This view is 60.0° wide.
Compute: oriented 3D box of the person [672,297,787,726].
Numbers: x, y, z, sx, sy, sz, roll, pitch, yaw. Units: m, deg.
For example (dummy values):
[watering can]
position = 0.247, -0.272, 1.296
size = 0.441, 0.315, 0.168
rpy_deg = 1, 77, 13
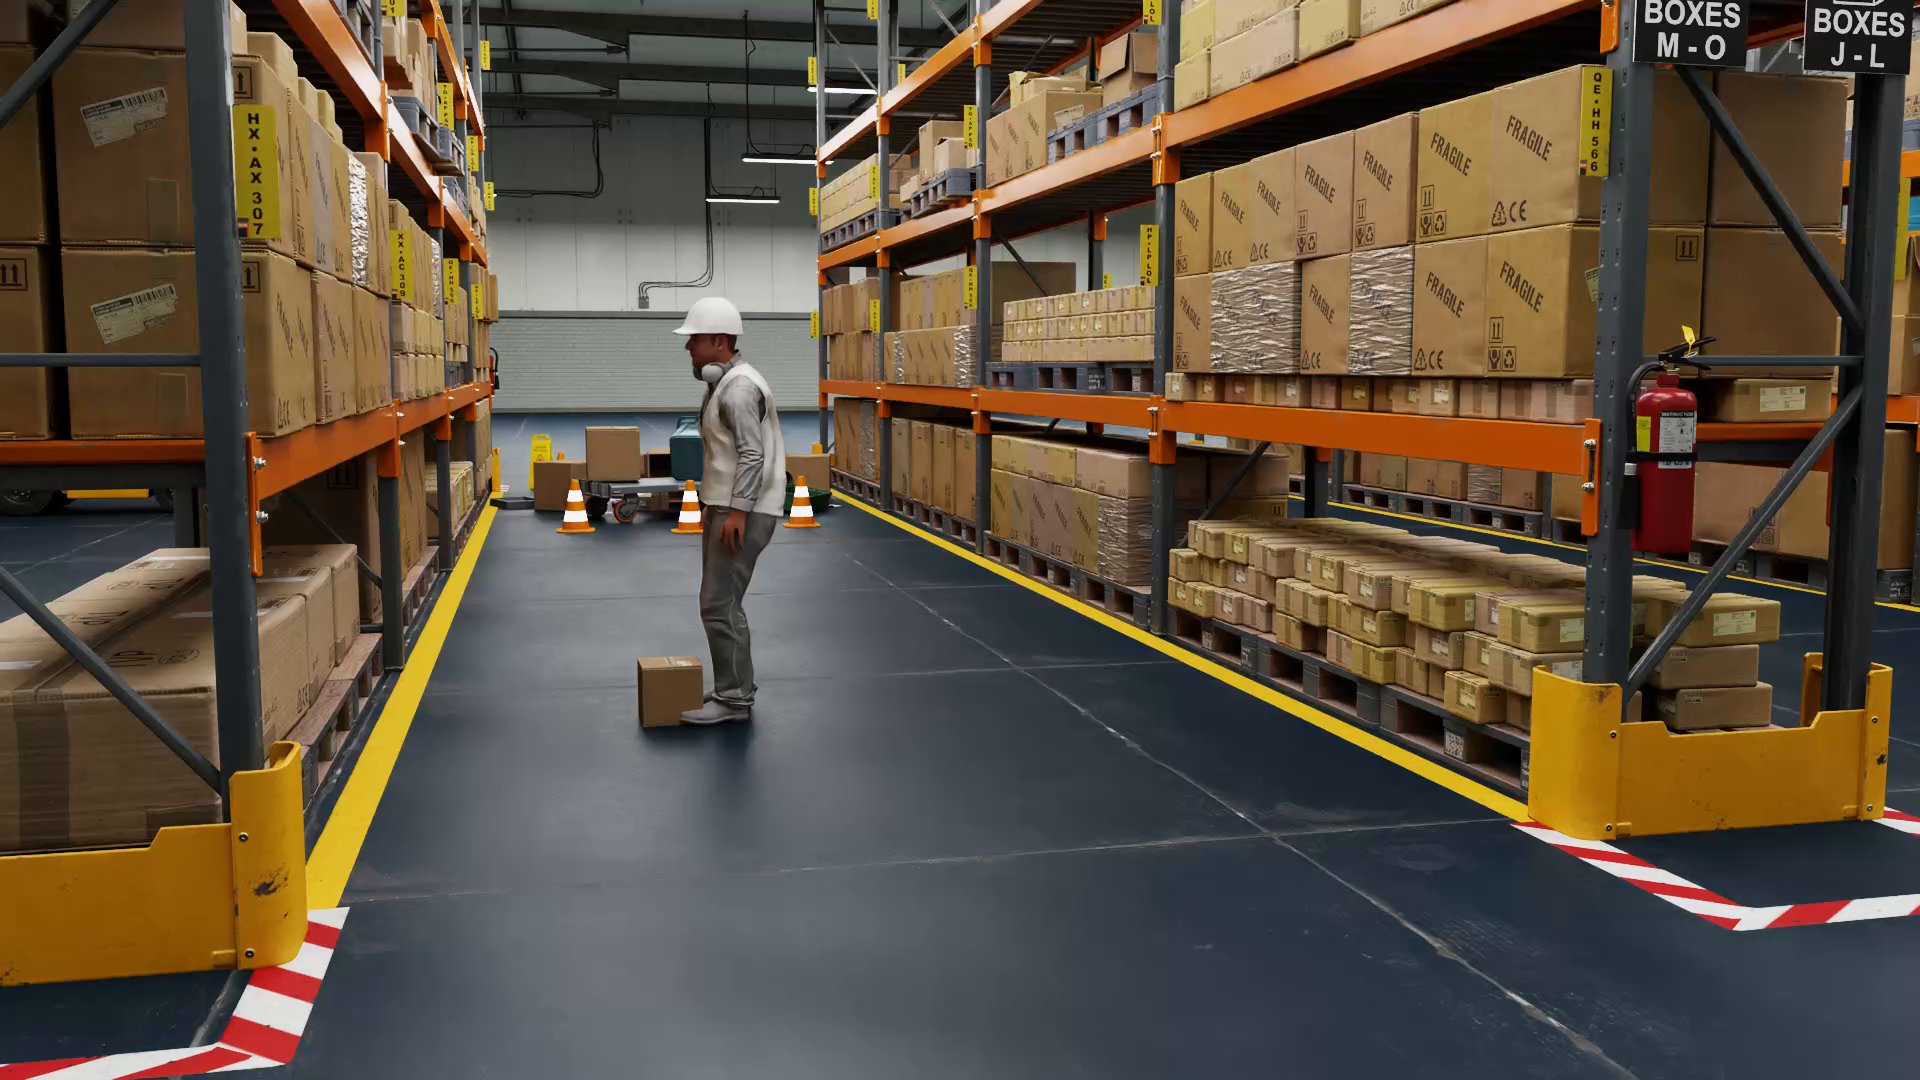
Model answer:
[person]
position = -0.974, -0.125, 6.998
size = 0.475, 1.771, 0.593
rpy_deg = -2, 6, -17
